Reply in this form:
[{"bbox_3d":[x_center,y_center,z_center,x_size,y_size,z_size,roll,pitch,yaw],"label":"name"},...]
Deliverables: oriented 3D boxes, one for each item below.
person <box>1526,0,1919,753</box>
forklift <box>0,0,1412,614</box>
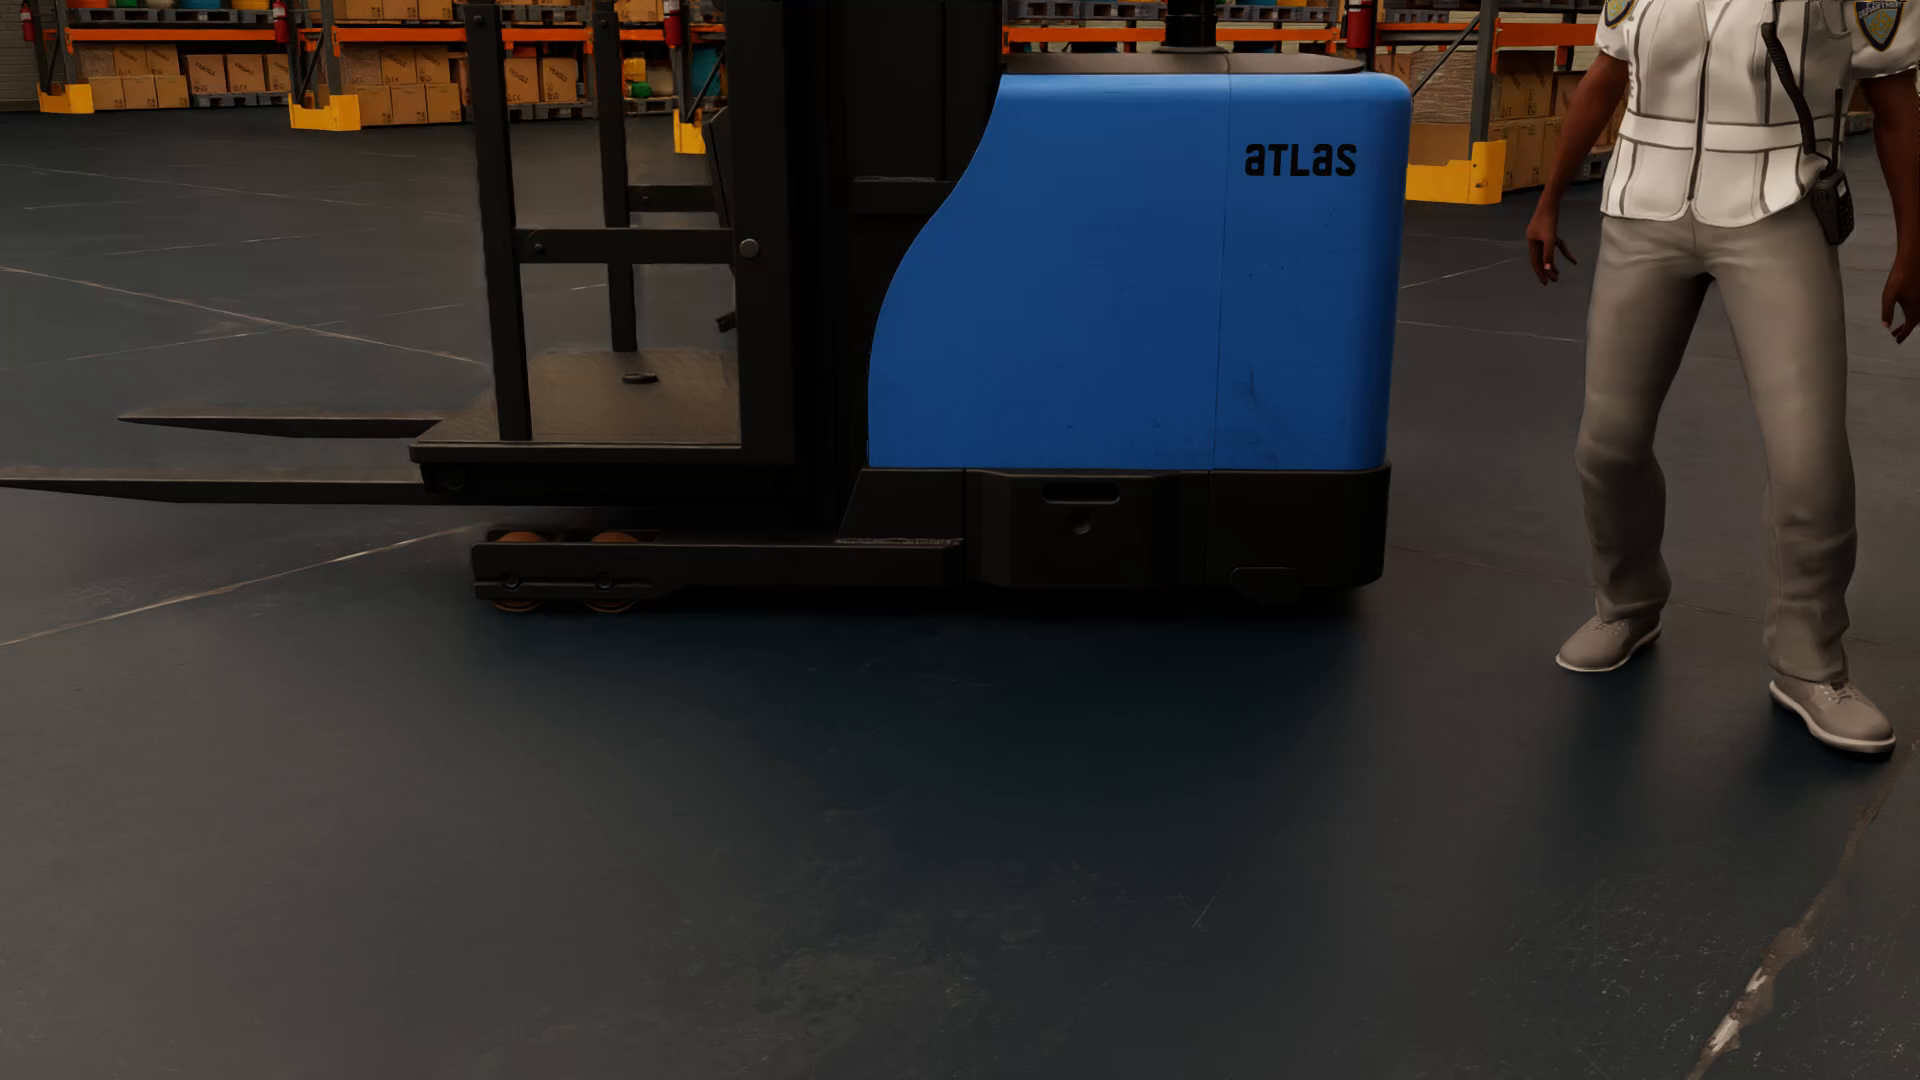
[{"bbox_3d":[1.324,-0.504,2.852,0.796,1.631,0.424,15,23,41],"label":"person"},{"bbox_3d":[-0.621,-1.403,3.518,3.031,2.935,1.130,1,17,2],"label":"forklift"}]
